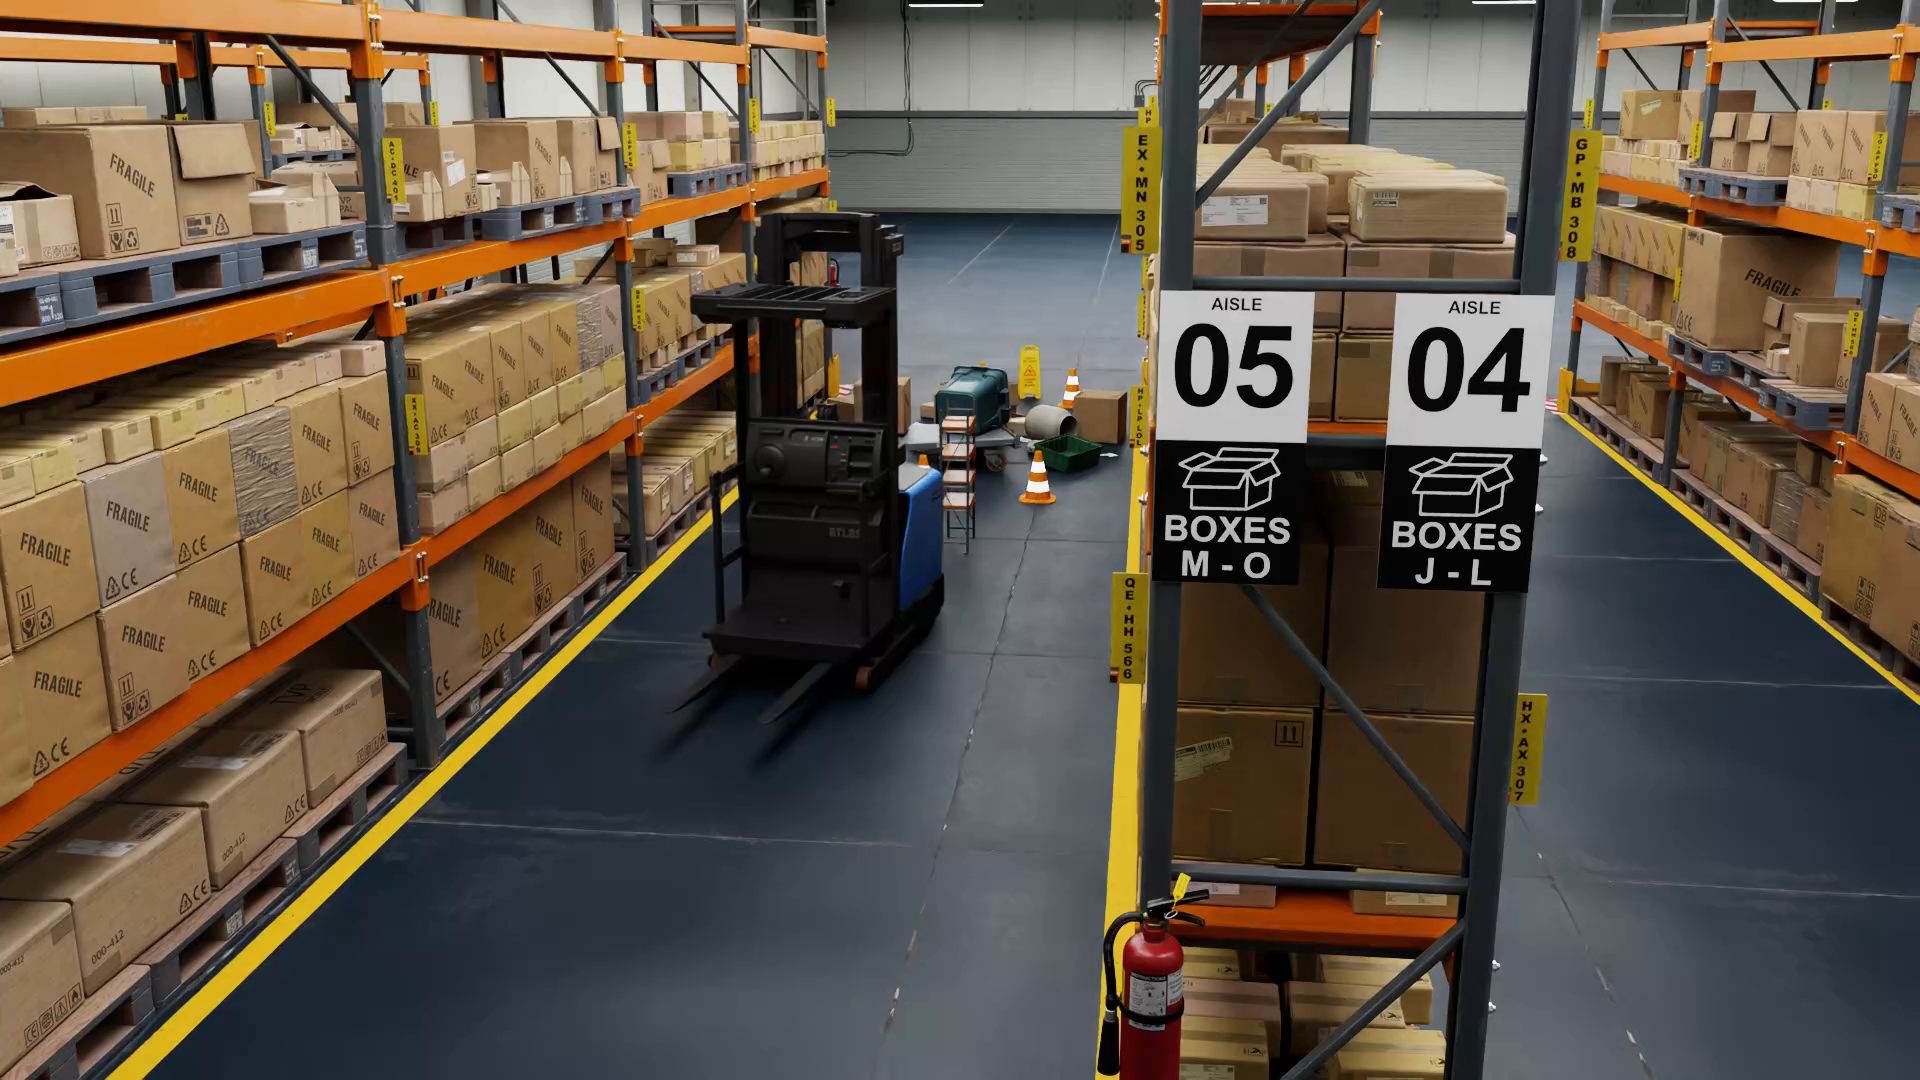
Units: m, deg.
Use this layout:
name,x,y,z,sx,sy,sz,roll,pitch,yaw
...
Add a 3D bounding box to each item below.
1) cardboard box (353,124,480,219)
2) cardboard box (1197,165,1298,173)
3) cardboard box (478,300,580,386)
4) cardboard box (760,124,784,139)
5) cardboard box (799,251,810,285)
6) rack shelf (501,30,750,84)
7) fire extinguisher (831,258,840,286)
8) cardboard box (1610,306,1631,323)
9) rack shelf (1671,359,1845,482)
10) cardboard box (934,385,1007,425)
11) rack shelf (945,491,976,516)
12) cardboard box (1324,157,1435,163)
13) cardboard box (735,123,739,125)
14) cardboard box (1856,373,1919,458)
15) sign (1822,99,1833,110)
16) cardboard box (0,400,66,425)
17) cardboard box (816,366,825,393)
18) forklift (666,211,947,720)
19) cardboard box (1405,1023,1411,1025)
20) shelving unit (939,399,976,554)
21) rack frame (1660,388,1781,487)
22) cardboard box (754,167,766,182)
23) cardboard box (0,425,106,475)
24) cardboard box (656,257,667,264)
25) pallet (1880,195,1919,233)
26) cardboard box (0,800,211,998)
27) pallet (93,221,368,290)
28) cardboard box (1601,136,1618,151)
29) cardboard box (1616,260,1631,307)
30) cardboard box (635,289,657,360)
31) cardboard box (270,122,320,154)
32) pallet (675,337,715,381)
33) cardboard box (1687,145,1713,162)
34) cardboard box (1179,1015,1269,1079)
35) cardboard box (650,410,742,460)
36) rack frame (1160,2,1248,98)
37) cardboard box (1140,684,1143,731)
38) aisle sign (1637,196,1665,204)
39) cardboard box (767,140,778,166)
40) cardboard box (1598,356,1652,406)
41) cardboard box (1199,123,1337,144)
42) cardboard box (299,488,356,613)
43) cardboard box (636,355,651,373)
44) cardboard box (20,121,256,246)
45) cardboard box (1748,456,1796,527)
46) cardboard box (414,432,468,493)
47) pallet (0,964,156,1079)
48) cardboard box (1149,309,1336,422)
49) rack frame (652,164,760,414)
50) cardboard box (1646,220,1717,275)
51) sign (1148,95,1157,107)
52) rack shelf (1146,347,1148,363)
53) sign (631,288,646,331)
name,x,y,z,sx,sy,sz,roll,pitch,yaw
cardboard box,-3.067,-2.094,9.415,0.500,0.500,0.500,1,15,5
cardboard box,0.933,-1.185,5.617,0.380,0.149,0.250,1,15,5
cardboard box,-2.914,-1.339,11.261,0.500,0.500,0.500,2,15,6
cardboard box,-2.100,-4.372,17.793,0.380,0.149,0.250,1,15,5
cardboard box,-2.009,-3.070,19.009,0.500,0.500,0.500,2,15,6
rack shelf,-2.778,-4.086,14.179,1.077,0.370,4.000,2,15,6
fire extinguisher,-1.630,-3.266,20.640,0.296,0.674,0.183,2,15,6
cardboard box,7.211,-2.421,17.849,0.380,0.149,0.250,2,15,6
rack shelf,7.069,-1.091,13.830,1.077,0.370,4.000,2,15,6
cardboard box,0.119,-1.374,18.021,0.797,0.637,0.503,2,15,6
rack shelf,-0.019,-0.280,13.916,0.258,0.148,0.480,2,15,6
cardboard box,1.583,-1.373,6.311,0.380,0.149,0.250,1,15,5
cardboard box,-2.546,-4.519,18.333,0.380,0.149,0.250,2,15,7
cardboard box,6.518,-0.850,11.368,0.500,0.500,0.500,2,15,8
sign,7.847,-3.830,15.087,0.100,0.325,0.005,2,15,6
cardboard box,-3.927,-0.480,6.842,0.380,0.149,0.250,2,15,8
cardboard box,-1.927,-1.938,20.047,0.500,0.250,0.500,2,15,6
forklift,-0.985,-0.580,10.691,1.130,2.935,3.031,4,16,15
cardboard box,1.501,1.685,6.270,0.380,0.149,0.250,2,15,8
shelving unit,-0.019,-0.536,13.847,0.258,1.200,0.503,2,15,6
rack frame,7.295,-1.957,15.655,1.000,3.000,0.127,2,15,6
cardboard box,-2.186,-3.716,16.892,0.380,0.149,0.250,2,15,6
cardboard box,-3.500,-0.338,6.314,0.380,0.149,0.250,2,15,7
cardboard box,-2.946,-2.401,15.728,0.500,0.500,0.500,2,15,6
pallet,6.823,-2.108,10.828,1.213,0.211,1.003,2,15,9
cardboard box,-3.836,1.485,7.026,0.875,0.438,0.875,2,15,8
pallet,-3.557,-1.368,7.897,1.003,0.211,1.213,2,15,6
cardboard box,7.360,-4.434,18.590,0.380,0.149,0.250,2,15,7
cardboard box,7.620,-2.783,17.947,0.875,0.500,0.500,2,15,6
cardboard box,-2.723,-1.716,13.197,0.500,0.500,0.500,1,15,5
cardboard box,-7.148,-4.259,17.595,0.500,0.311,0.500,2,15,7
pallet,-2.821,-1.634,14.826,1.003,0.211,1.213,2,15,6
cardboard box,7.044,-3.618,15.574,0.380,0.149,0.250,2,15,8
cardboard box,0.832,1.724,5.557,0.380,0.149,0.250,2,15,7
cardboard box,-2.609,-1.047,16.519,0.950,0.372,0.625,2,15,7
rack frame,2.829,-6.063,19.345,1.000,3.000,0.127,2,15,6
cardboard box,0.930,0.401,6.170,0.500,0.500,0.500,2,15,6
aisle sign,8.051,-4.257,19.179,0.394,0.787,0.004,2,15,6
cardboard box,-2.181,-4.009,17.211,0.500,0.250,0.500,2,15,6
cardboard box,7.659,-1.829,19.166,0.500,0.500,0.500,5,16,17
cardboard box,1.780,-2.152,9.626,0.797,0.503,0.637,1,15,6
cardboard box,-3.306,0.039,8.081,0.500,0.500,0.500,1,15,5
cardboard box,-2.717,-1.445,13.434,0.380,0.149,0.250,1,15,3
cardboard box,-3.575,-1.573,7.291,0.797,0.503,0.637,3,15,11
cardboard box,7.006,-0.392,13.810,0.700,0.500,0.500,3,15,11
cardboard box,-3.125,-0.449,9.406,0.500,0.250,0.500,1,15,5
pallet,-3.894,1.999,6.364,1.003,0.211,1.213,2,15,6
cardboard box,0.812,-0.519,4.875,0.500,0.250,0.500,1,15,5
rack frame,-2.552,-2.249,16.734,1.000,3.000,0.127,2,15,6
cardboard box,7.127,-2.887,16.414,0.500,0.500,0.500,2,15,6
sign,2.278,-5.093,19.679,0.100,0.325,0.005,2,15,6
rack shelf,2.152,-1.264,14.467,1.077,0.370,4.000,2,15,6
sign,-2.452,-1.755,12.689,0.100,0.325,0.005,2,15,6
